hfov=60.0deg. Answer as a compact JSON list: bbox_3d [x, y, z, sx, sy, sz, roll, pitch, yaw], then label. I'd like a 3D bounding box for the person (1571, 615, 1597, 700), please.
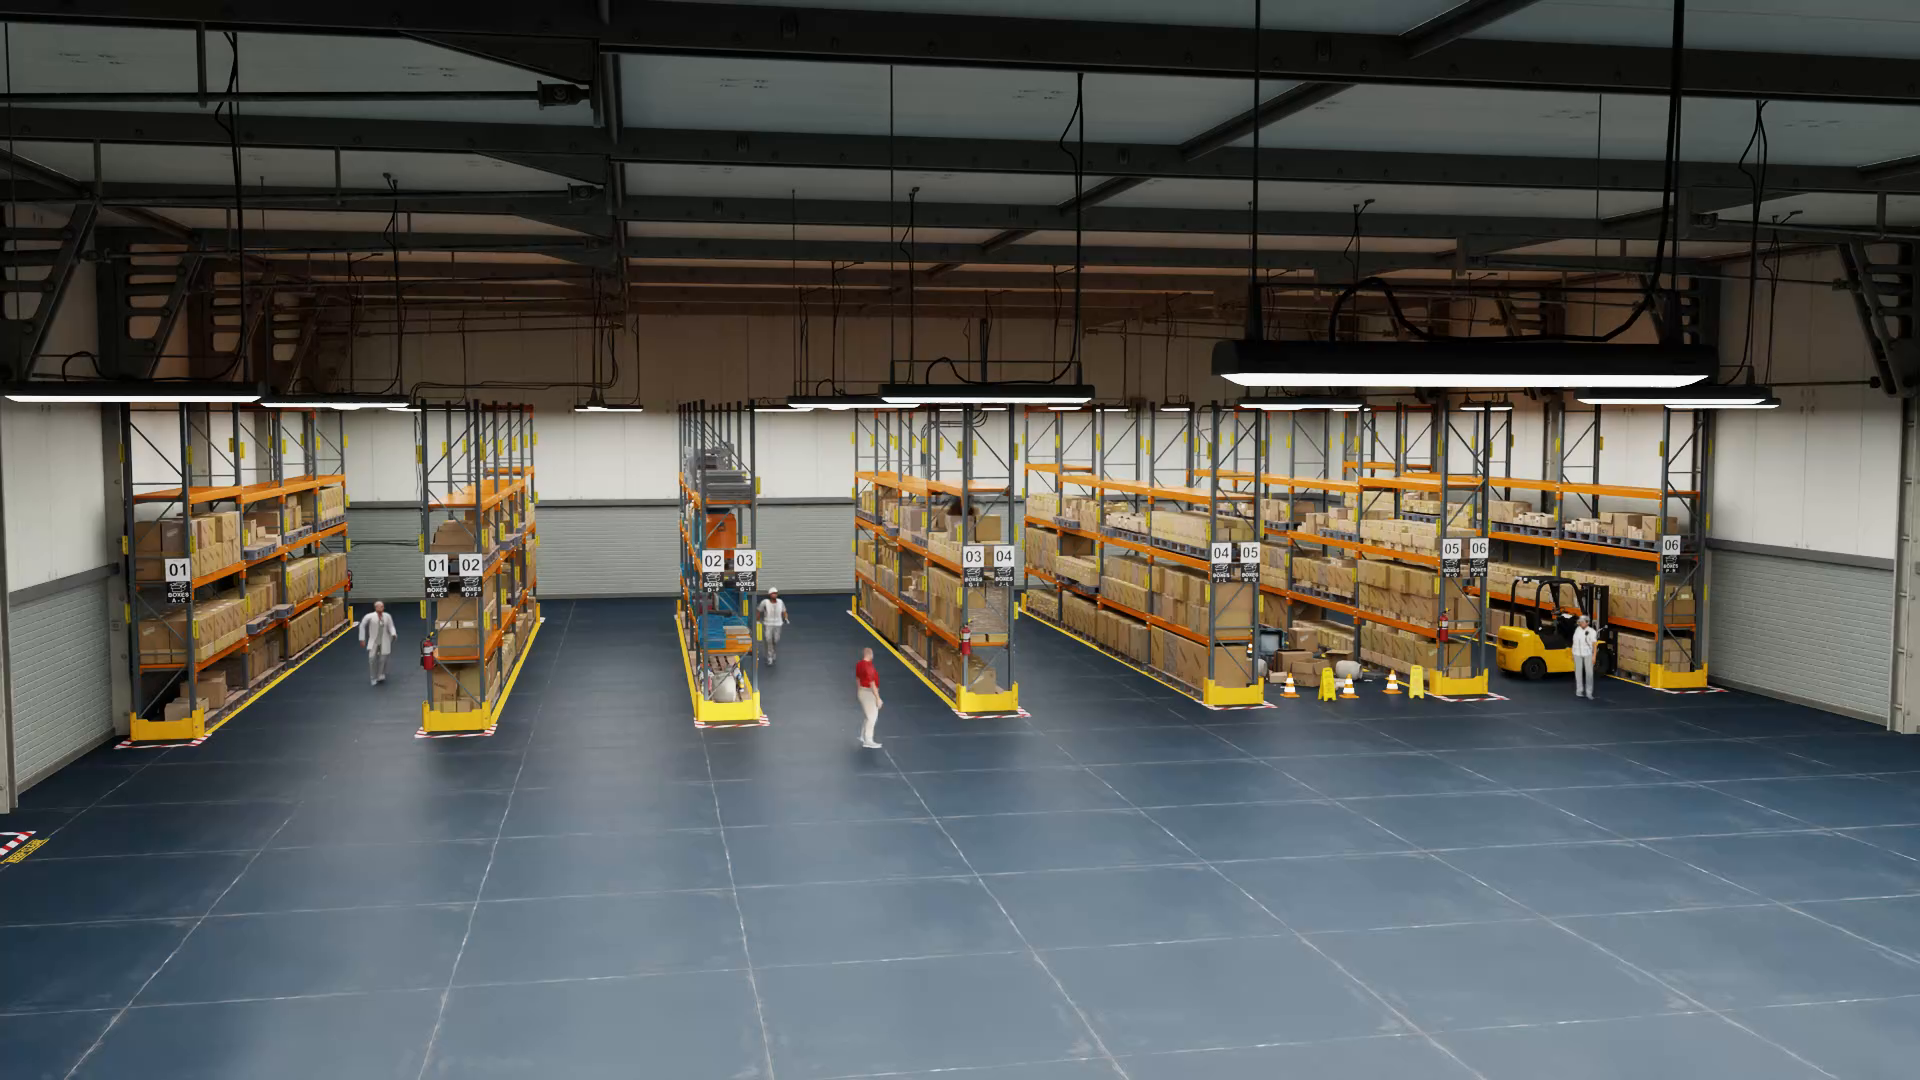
[{"bbox_3d":[12.614,2.362,33.656,0.522,1.675,0.540,3,5,36],"label":"person"}]

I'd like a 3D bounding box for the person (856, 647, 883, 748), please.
[{"bbox_3d":[-1.565,2.734,28.677,0.422,1.784,0.592,-1,4,-12],"label":"person"}]

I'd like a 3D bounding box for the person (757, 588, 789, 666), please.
[{"bbox_3d":[-4.319,1.998,38.313,0.695,1.809,0.877,-1,4,-13],"label":"person"}]

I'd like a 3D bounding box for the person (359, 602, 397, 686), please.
[{"bbox_3d":[-12.412,2.215,35.524,0.787,1.814,0.935,-1,4,-12],"label":"person"}]
